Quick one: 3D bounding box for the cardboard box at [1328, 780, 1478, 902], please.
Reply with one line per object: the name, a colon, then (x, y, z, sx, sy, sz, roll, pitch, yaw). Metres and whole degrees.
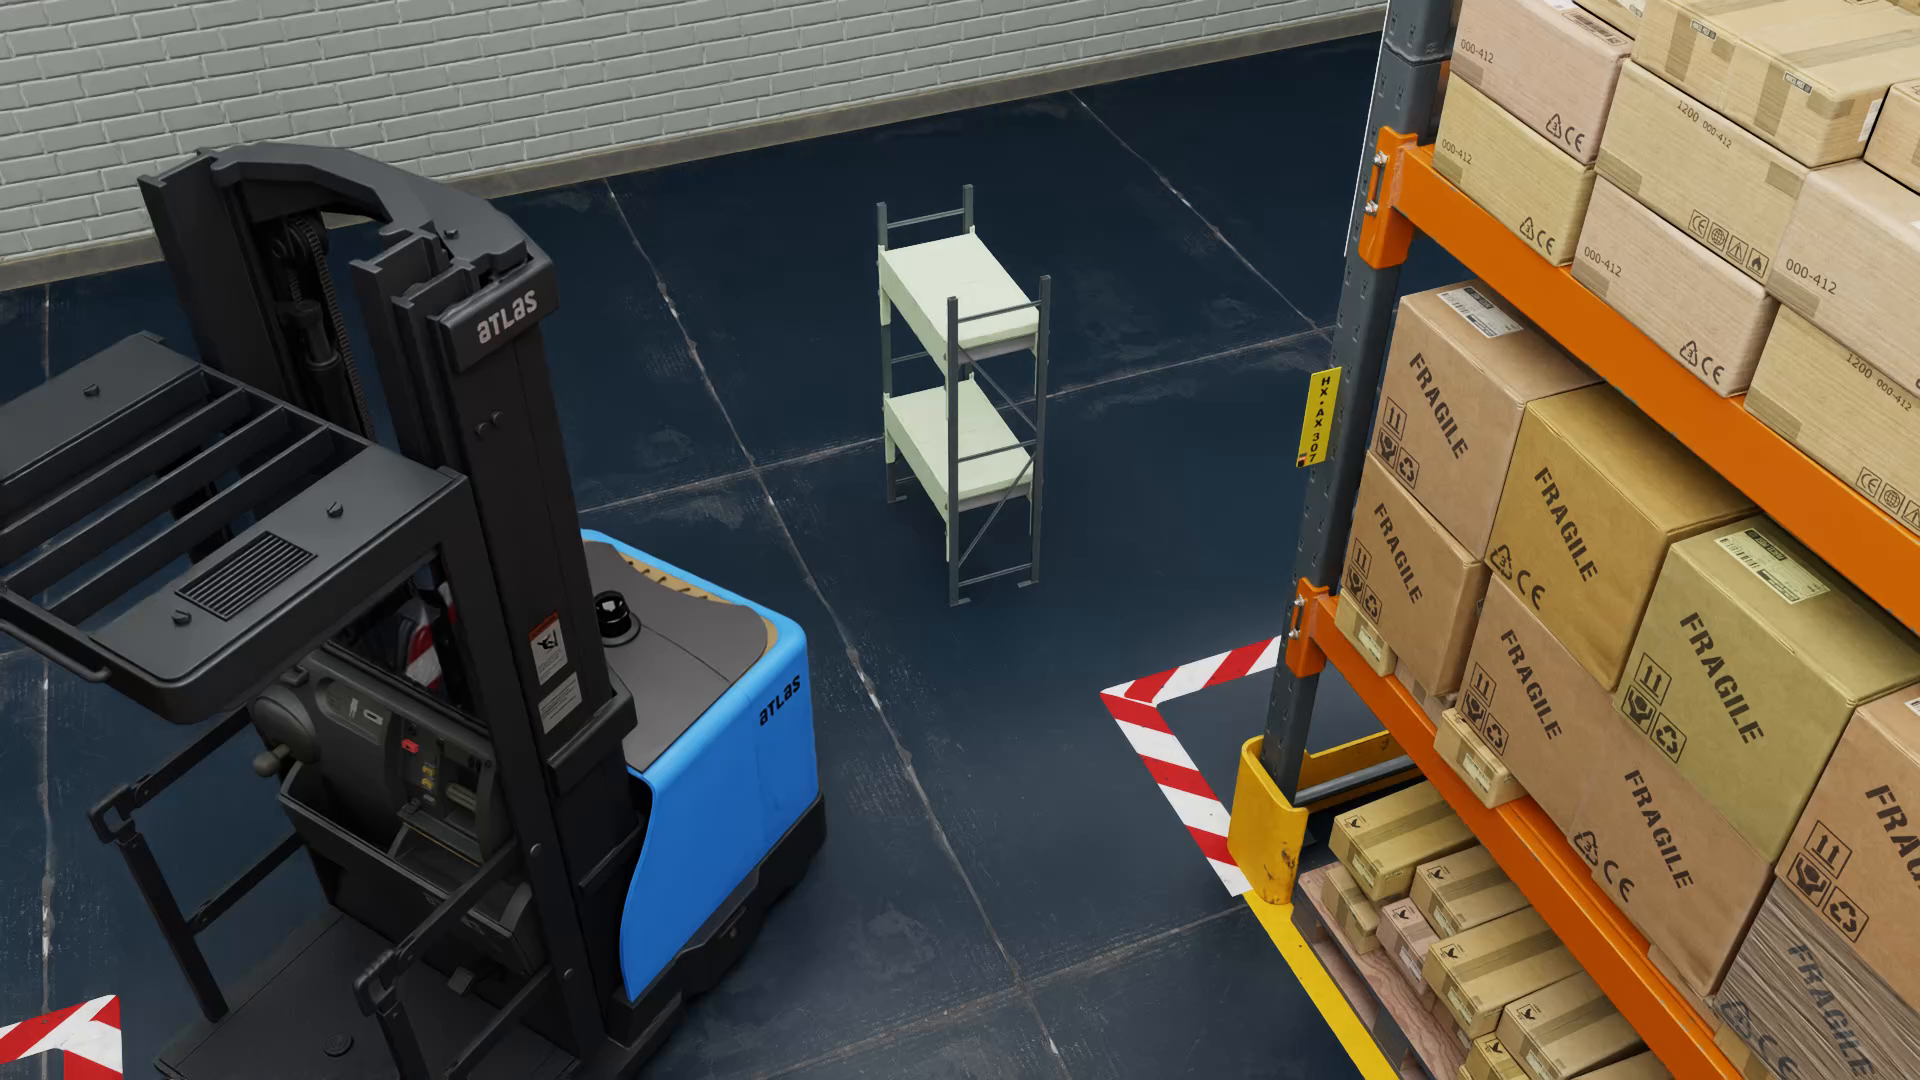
cardboard box: (1.401, 0.946, 5.257, 0.380, 0.149, 0.250, -17, 44, -19)

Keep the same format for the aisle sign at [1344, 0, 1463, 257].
aisle sign: (1.209, -1.105, 4.241, 0.394, 0.787, 0.004, -15, 43, -17)

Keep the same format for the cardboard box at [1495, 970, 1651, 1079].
cardboard box: (1.767, 1.395, 4.736, 0.380, 0.149, 0.250, -17, 44, -19)

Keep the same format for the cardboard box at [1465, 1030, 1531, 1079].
cardboard box: (1.703, 1.524, 4.813, 0.380, 0.149, 0.250, -14, 43, -16)

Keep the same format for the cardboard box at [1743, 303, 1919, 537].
cardboard box: (1.856, -0.271, 3.079, 0.500, 0.250, 0.500, -16, 43, -18)

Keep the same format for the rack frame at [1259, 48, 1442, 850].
rack frame: (1.514, -0.150, 5.124, 1.000, 3.000, 0.127, -15, 43, -17)

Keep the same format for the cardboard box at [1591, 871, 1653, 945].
cardboard box: (1.831, 0.832, 4.175, 0.380, 0.149, 0.250, -16, 43, -17)

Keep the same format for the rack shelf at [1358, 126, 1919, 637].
rack shelf: (2.279, 0.190, 2.980, 1.077, 0.370, 4.000, -15, 43, -17)

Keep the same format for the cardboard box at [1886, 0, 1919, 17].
cardboard box: (2.016, -1.117, 3.374, 0.380, 0.149, 0.250, -16, 43, -18)

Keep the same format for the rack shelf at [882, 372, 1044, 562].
rack shelf: (0.003, -0.317, 6.969, 0.431, 0.370, 0.720, -15, 43, -17)

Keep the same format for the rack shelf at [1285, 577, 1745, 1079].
rack shelf: (2.279, 1.327, 3.958, 1.077, 0.370, 4.000, -15, 43, -17)

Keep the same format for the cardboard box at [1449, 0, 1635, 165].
cardboard box: (1.446, -1.085, 3.642, 0.500, 0.250, 0.500, -14, 43, -16)

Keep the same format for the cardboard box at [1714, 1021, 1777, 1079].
cardboard box: (1.979, 1.149, 3.806, 0.380, 0.149, 0.250, -14, 43, -15)

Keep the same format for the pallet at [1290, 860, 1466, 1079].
pallet: (1.821, 1.451, 5.401, 1.003, 0.211, 1.213, -15, 43, -17)

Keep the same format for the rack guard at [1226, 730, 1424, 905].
rack guard: (1.543, 0.843, 5.886, 1.175, 0.500, 0.348, -15, 43, -17)

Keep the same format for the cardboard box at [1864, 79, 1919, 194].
cardboard box: (1.834, -0.705, 2.894, 0.380, 0.149, 0.250, -14, 43, -16)

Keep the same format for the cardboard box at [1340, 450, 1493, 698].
cardboard box: (1.431, 0.038, 4.600, 0.500, 0.500, 0.500, -13, 42, -15)

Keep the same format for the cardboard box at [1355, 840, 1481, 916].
cardboard box: (1.477, 1.038, 5.378, 0.380, 0.149, 0.250, -13, 42, -15)

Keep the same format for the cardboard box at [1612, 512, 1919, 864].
cardboard box: (1.818, 0.278, 3.555, 0.500, 0.500, 0.500, -16, 43, -18)

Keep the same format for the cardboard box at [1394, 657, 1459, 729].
cardboard box: (1.471, 0.365, 4.718, 0.380, 0.149, 0.250, -14, 43, -15)

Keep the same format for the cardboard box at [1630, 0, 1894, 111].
cardboard box: (1.545, -0.980, 3.214, 0.380, 0.149, 0.250, -15, 43, -17)

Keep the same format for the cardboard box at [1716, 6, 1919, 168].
cardboard box: (1.637, -0.833, 3.044, 0.380, 0.149, 0.250, -15, 43, -16)

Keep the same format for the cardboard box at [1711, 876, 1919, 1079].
cardboard box: (2.035, 0.958, 3.531, 0.500, 0.500, 0.500, -16, 43, -18)

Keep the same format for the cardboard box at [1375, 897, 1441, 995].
cardboard box: (1.530, 1.217, 5.170, 0.380, 0.149, 0.250, -15, 43, -17)

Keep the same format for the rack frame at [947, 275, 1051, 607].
rack frame: (0.143, -0.344, 6.500, 0.400, 1.500, 0.023, -15, 43, -17)

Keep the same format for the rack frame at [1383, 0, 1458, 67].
rack frame: (1.514, -2.425, 3.168, 1.000, 3.000, 0.127, -15, 43, -17)

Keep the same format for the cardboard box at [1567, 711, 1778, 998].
cardboard box: (1.835, 0.653, 3.886, 0.500, 0.500, 0.500, -15, 43, -16)

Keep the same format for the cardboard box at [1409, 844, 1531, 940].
cardboard box: (1.617, 1.082, 5.099, 0.380, 0.149, 0.250, -14, 43, -16)

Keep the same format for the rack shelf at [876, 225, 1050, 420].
rack shelf: (0.003, -0.861, 6.502, 0.431, 0.370, 0.720, -15, 43, -17)

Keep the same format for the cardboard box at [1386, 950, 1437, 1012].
cardboard box: (1.595, 1.304, 5.297, 0.380, 0.149, 0.250, -15, 43, -17)

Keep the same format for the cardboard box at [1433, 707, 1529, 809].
cardboard box: (1.524, 0.540, 4.514, 0.380, 0.149, 0.250, -16, 43, -18)

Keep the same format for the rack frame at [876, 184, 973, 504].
rack frame: (-0.137, -0.785, 7.013, 0.400, 1.500, 0.023, -15, 43, -17)

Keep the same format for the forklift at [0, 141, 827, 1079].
forklift: (-1.684, 0.622, 4.278, 1.130, 2.935, 3.031, 22, 45, 24)

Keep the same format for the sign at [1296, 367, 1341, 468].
sign: (1.013, -0.343, 4.685, 0.100, 0.325, 0.005, -15, 43, -17)

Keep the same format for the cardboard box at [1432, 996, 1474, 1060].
cardboard box: (1.696, 1.452, 5.126, 0.380, 0.149, 0.250, -15, 43, -16)

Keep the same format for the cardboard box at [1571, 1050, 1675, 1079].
cardboard box: (1.864, 1.564, 4.539, 0.380, 0.149, 0.250, -14, 43, -15)

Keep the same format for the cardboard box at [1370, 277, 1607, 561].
cardboard box: (1.441, -0.344, 4.277, 0.500, 0.500, 0.500, -15, 43, -17)

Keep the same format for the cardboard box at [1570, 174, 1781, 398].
cardboard box: (1.647, -0.578, 3.436, 0.500, 0.250, 0.500, -14, 43, -15)

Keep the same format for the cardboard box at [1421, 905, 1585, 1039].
cardboard box: (1.595, 1.266, 4.886, 0.380, 0.149, 0.250, -15, 43, -17)

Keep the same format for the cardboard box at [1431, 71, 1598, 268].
cardboard box: (1.450, -0.897, 3.807, 0.500, 0.250, 0.500, -14, 43, -15)

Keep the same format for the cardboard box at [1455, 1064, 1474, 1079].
cardboard box: (1.693, 1.633, 4.915, 0.380, 0.149, 0.250, -15, 43, -16)

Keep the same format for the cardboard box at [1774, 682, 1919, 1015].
cardboard box: (2.016, 0.584, 3.199, 0.500, 0.500, 0.500, -16, 43, -18)

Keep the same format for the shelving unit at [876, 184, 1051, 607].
shelving unit: (0.003, -0.565, 6.756, 0.431, 1.500, 0.755, -15, 43, -17)

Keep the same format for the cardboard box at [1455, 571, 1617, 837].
cardboard box: (1.659, 0.354, 4.233, 0.500, 0.500, 0.500, -15, 43, -17)

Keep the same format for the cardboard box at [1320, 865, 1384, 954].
cardboard box: (1.419, 1.167, 5.457, 0.380, 0.149, 0.250, -14, 43, -16)

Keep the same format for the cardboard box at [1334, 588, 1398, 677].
cardboard box: (1.335, 0.222, 4.884, 0.380, 0.149, 0.250, -15, 43, -17)

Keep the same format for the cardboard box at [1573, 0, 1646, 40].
cardboard box: (1.509, -1.162, 3.426, 0.380, 0.149, 0.250, -13, 42, -15)

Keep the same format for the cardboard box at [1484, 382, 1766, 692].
cardboard box: (1.640, -0.041, 3.926, 0.500, 0.500, 0.500, -14, 43, -16)

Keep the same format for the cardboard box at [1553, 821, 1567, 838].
cardboard box: (1.750, 0.662, 4.372, 0.380, 0.149, 0.250, -13, 42, -15)

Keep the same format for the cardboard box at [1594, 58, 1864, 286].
cardboard box: (1.643, -0.777, 3.284, 0.500, 0.250, 0.500, -16, 43, -17)

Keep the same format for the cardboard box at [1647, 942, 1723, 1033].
cardboard box: (1.899, 0.987, 3.994, 0.380, 0.149, 0.250, -16, 43, -18)

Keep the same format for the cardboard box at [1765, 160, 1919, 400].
cardboard box: (1.825, -0.470, 2.927, 0.500, 0.250, 0.500, -15, 43, -16)
